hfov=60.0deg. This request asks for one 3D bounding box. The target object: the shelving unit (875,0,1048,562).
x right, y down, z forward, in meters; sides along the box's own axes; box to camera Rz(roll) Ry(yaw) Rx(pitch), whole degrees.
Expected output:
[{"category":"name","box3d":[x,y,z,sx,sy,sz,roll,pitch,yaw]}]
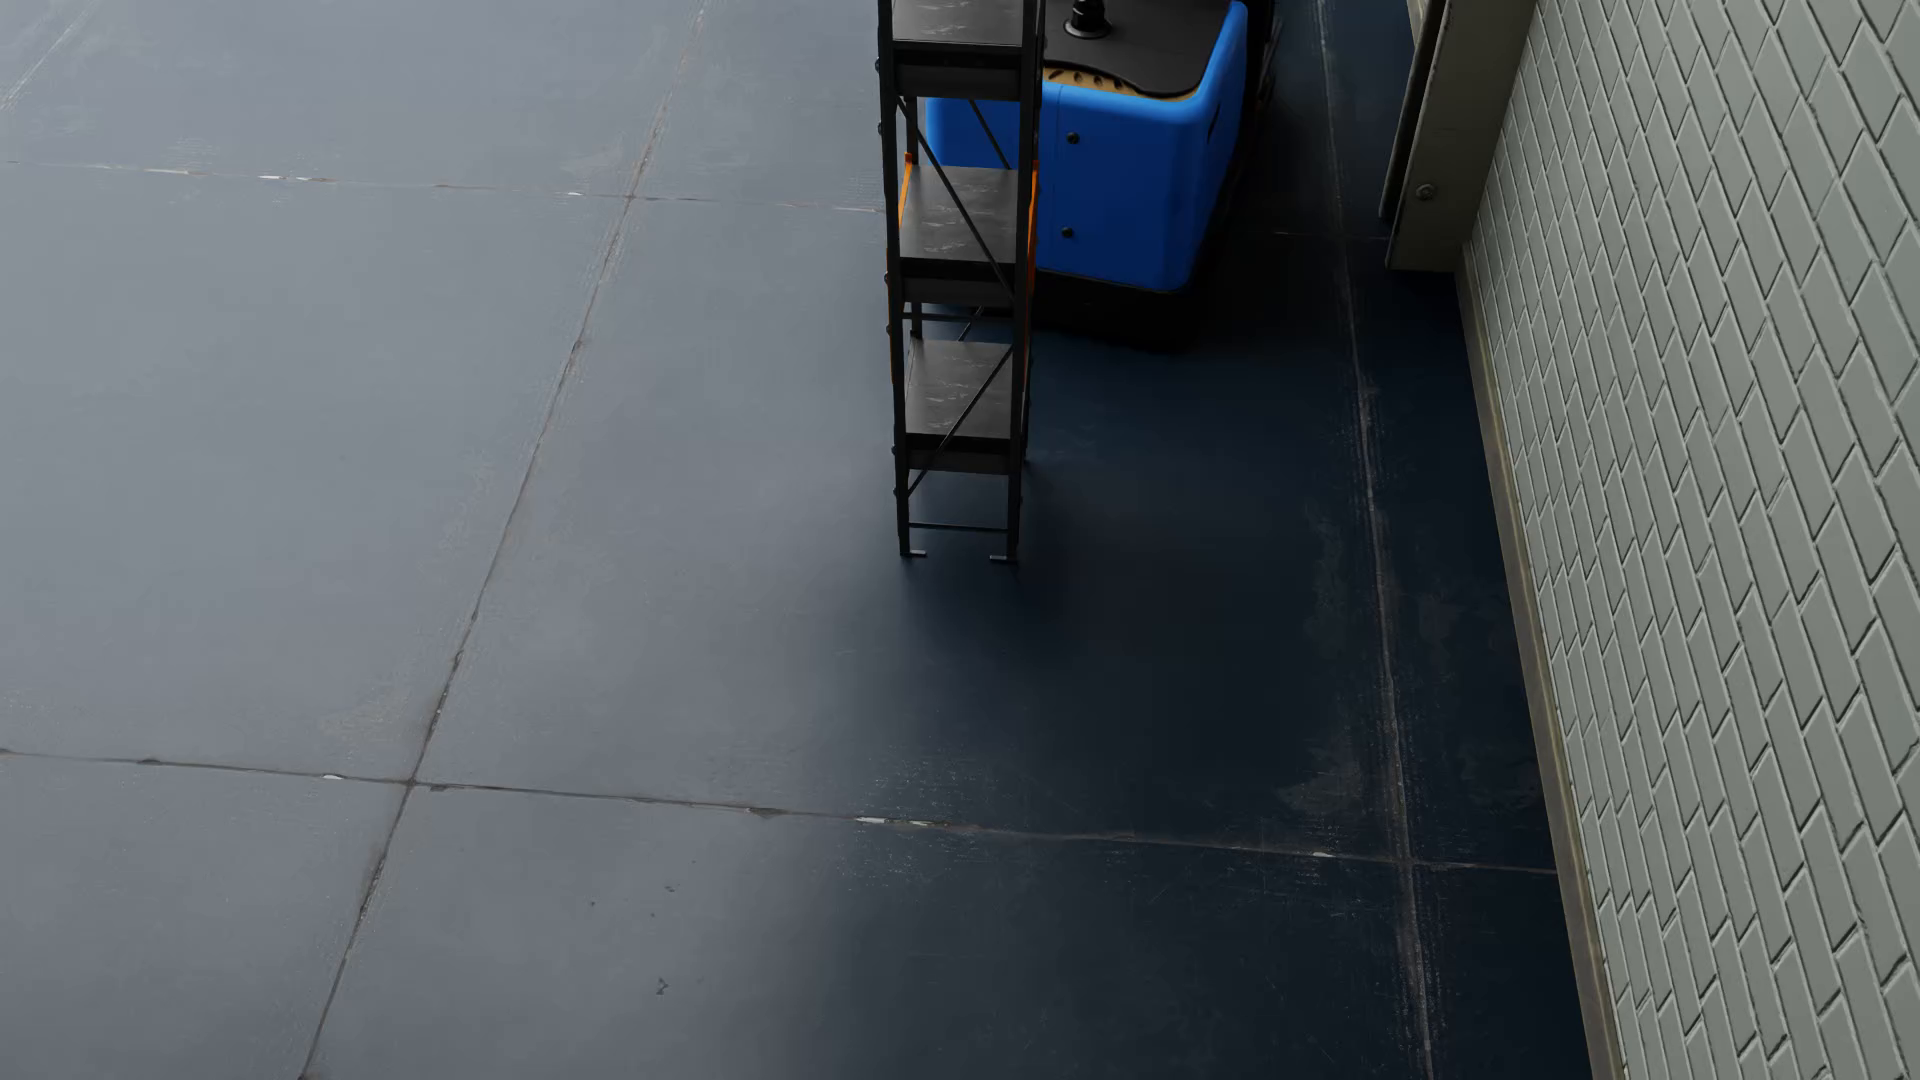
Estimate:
[{"category":"shelving unit","box3d":[0.015,-0.830,5.086,0.431,2.100,0.503,4,48,4]}]

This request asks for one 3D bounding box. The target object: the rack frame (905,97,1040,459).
[{"category":"rack frame","box3d":[0.037,-1.010,5.250,0.400,2.100,0.015,4,48,4]}]

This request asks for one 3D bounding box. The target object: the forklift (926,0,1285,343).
[{"category":"forklift","box3d":[0.786,-2.855,6.375,1.130,2.935,3.031,13,49,12]}]

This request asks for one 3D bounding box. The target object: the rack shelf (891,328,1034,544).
[{"category":"rack shelf","box3d":[0.015,-0.349,5.613,0.431,0.518,0.480,4,48,4]}]

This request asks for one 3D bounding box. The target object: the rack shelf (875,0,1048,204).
[{"category":"rack shelf","box3d":[0.015,-1.294,4.580,0.431,0.518,0.480,4,48,4]}]

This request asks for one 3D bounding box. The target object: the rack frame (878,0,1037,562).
[{"category":"rack frame","box3d":[-0.007,-0.651,4.922,0.400,2.100,0.015,4,48,4]}]

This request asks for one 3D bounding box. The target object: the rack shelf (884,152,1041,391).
[{"category":"rack shelf","box3d":[0.015,-0.821,5.097,0.431,0.518,0.480,4,48,4]}]

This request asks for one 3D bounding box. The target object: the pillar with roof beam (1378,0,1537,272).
[{"category":"pillar with roof beam","box3d":[-2.383,-4.566,3.828,9.100,9.000,0.400,4,48,4]}]
